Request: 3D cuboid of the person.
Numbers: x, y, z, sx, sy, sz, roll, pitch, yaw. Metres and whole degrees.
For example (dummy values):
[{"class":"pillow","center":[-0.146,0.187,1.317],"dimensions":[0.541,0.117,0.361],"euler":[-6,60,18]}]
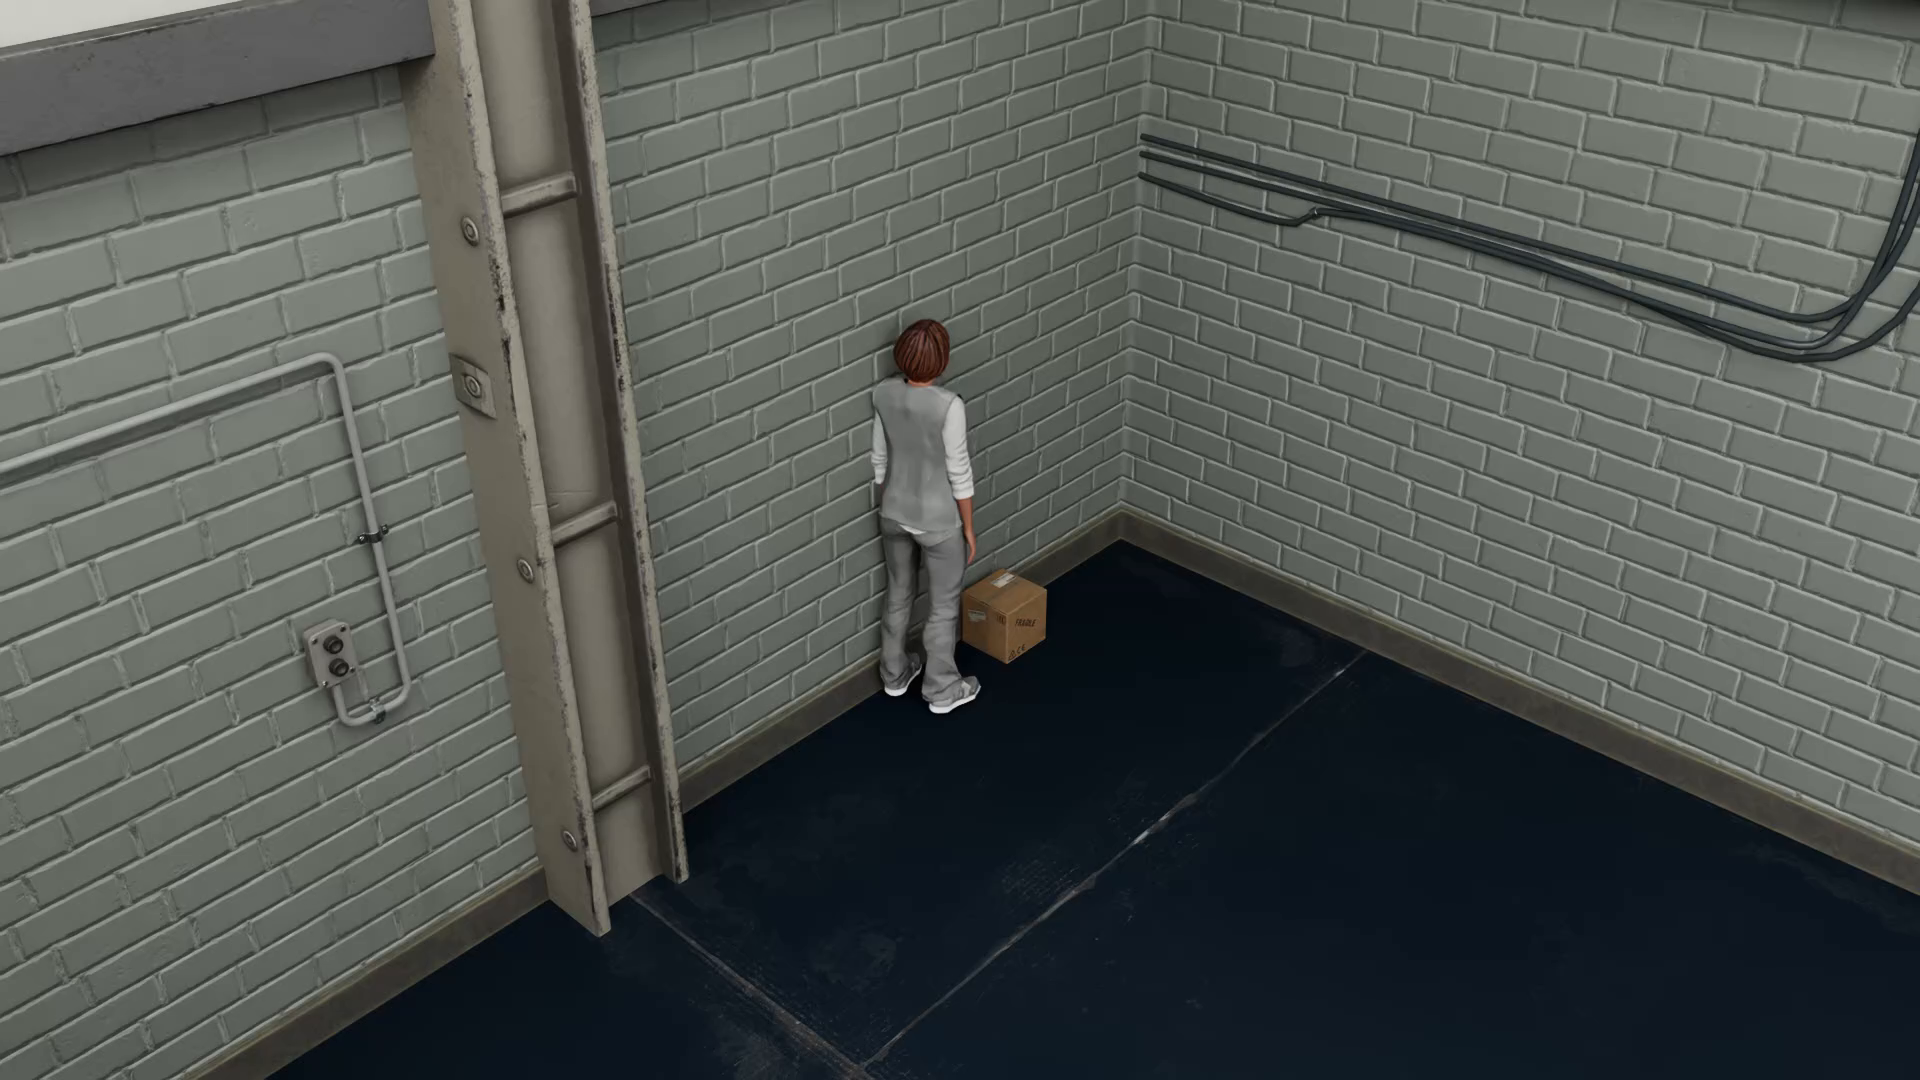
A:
[{"class":"person","center":[-0.131,-0.084,6.240],"dimensions":[0.457,1.599,0.331],"euler":[20,37,29]}]
